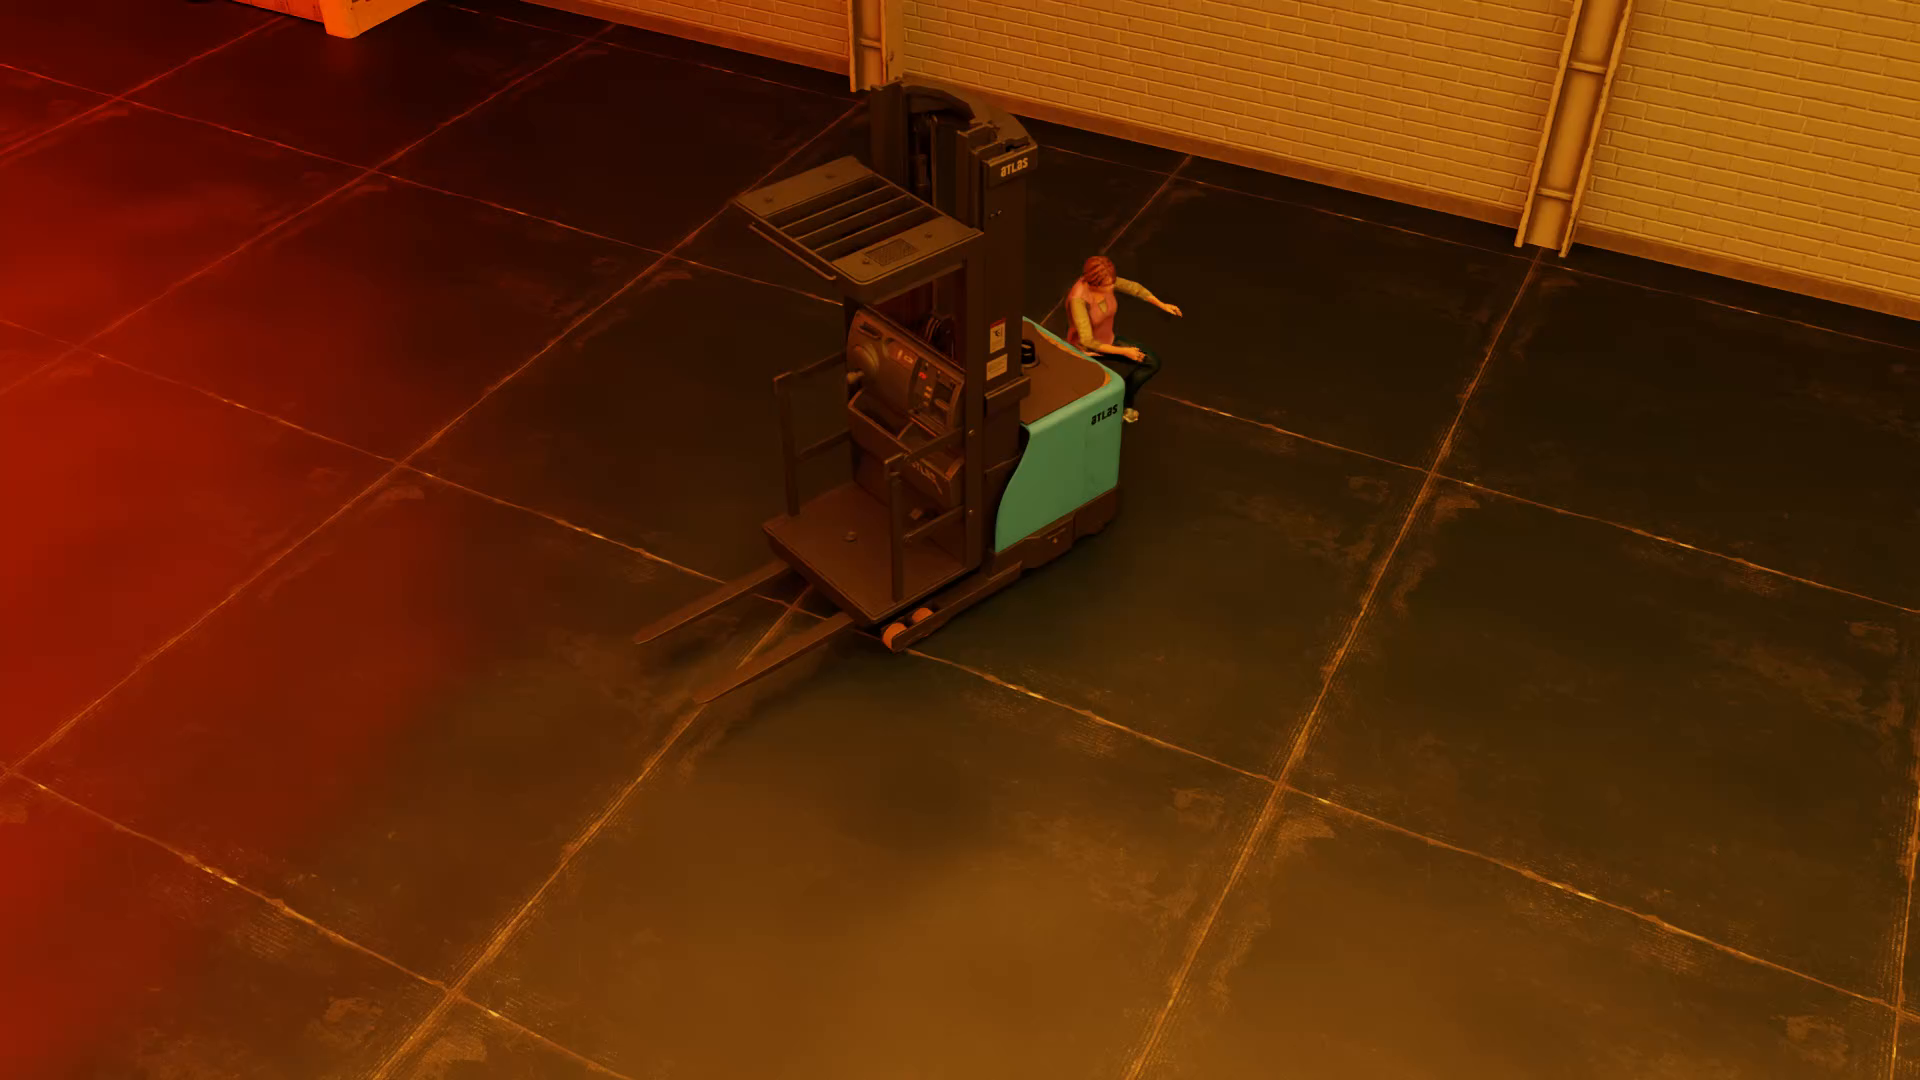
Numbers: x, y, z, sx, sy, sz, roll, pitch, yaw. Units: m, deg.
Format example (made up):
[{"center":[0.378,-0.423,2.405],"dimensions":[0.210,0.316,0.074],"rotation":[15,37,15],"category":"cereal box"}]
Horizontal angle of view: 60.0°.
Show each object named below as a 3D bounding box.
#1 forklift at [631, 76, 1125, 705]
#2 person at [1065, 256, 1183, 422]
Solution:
[{"center":[-0.465,-0.867,9.016],"dimensions":[3.031,2.935,1.130],"rotation":[-29,48,-30],"category":"forklift"},{"center":[0.977,-1.174,10.588],"dimensions":[0.687,1.369,0.825],"rotation":[32,50,32],"category":"person"}]
